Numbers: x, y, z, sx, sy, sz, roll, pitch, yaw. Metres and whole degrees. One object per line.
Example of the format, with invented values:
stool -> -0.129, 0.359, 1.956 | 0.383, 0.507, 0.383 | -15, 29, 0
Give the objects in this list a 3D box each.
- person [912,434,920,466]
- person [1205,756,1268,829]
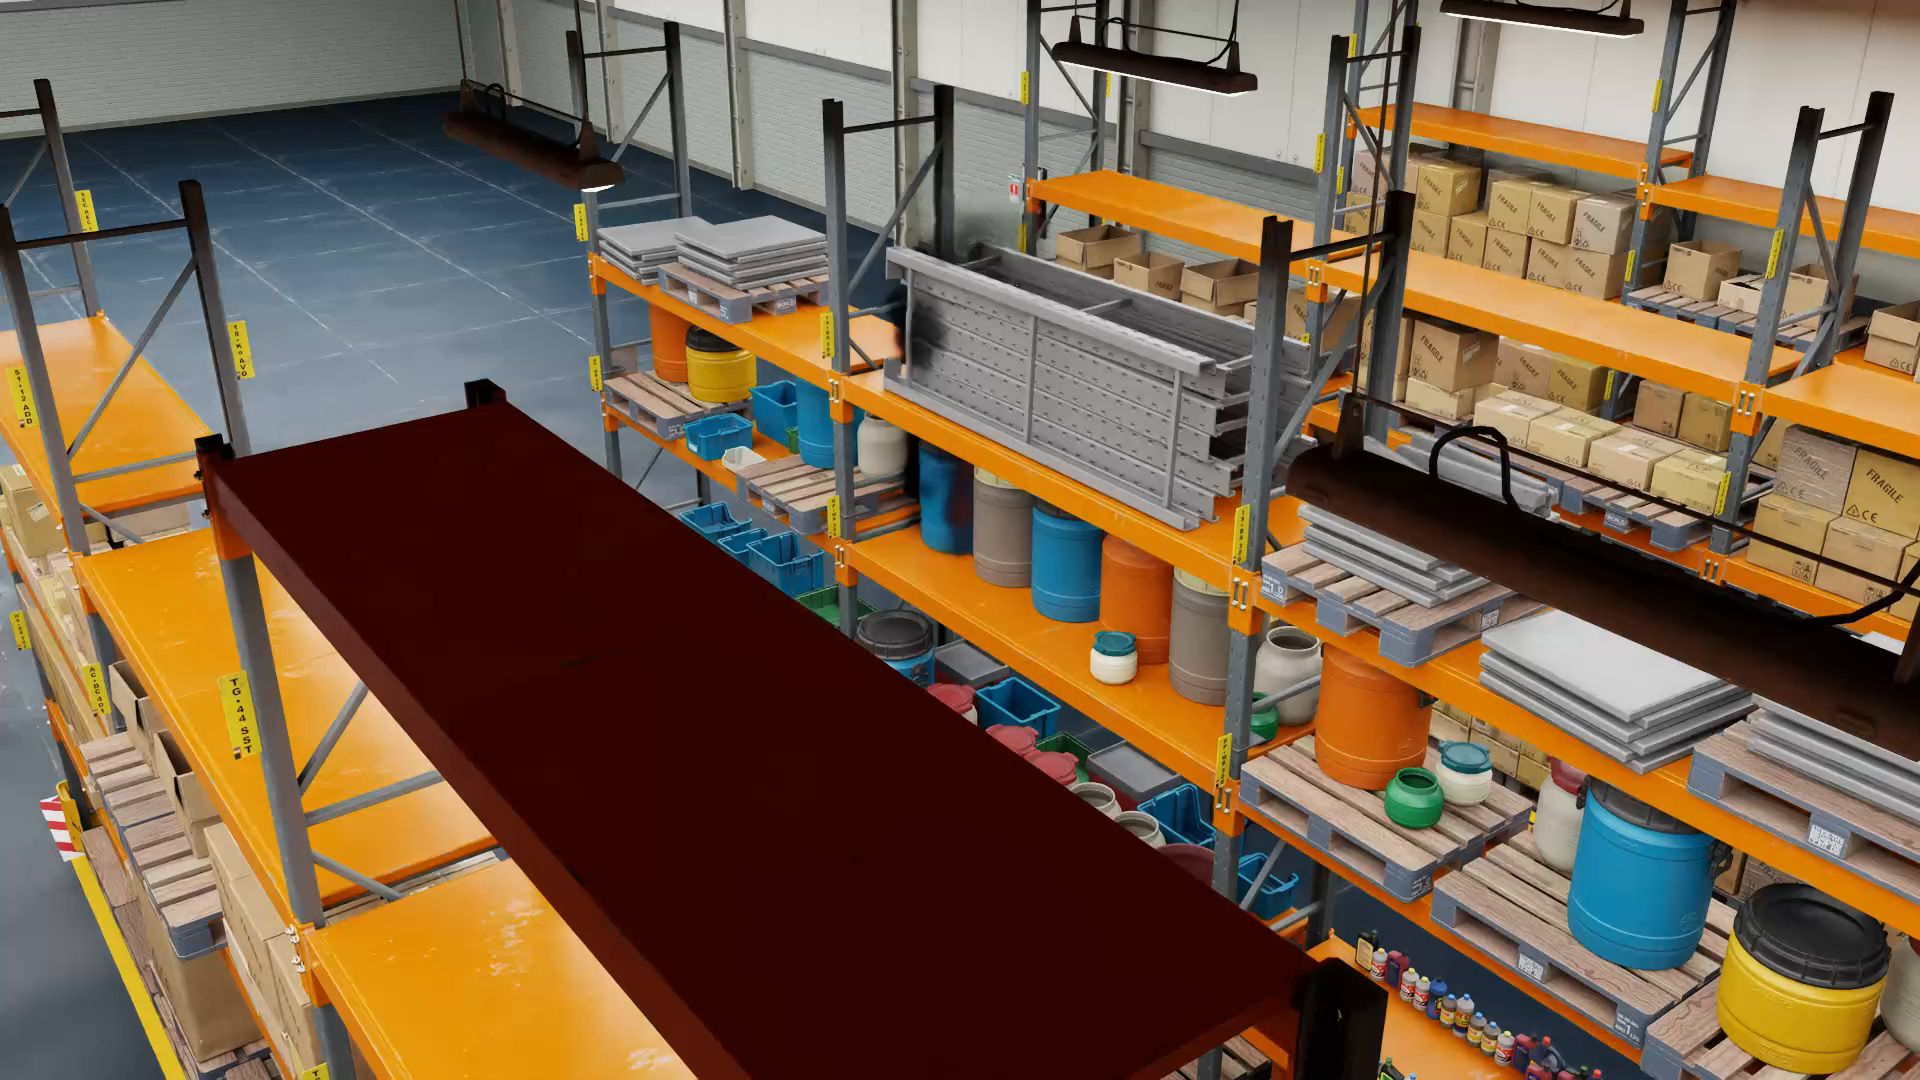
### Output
person -> -0.587, -1.307, 19.872 | 0.710, 1.695, 0.557 | -2, 25, -4
person -> 2.080, 2.043, 12.576 | 0.610, 1.630, 0.921 | -19, 31, -35
